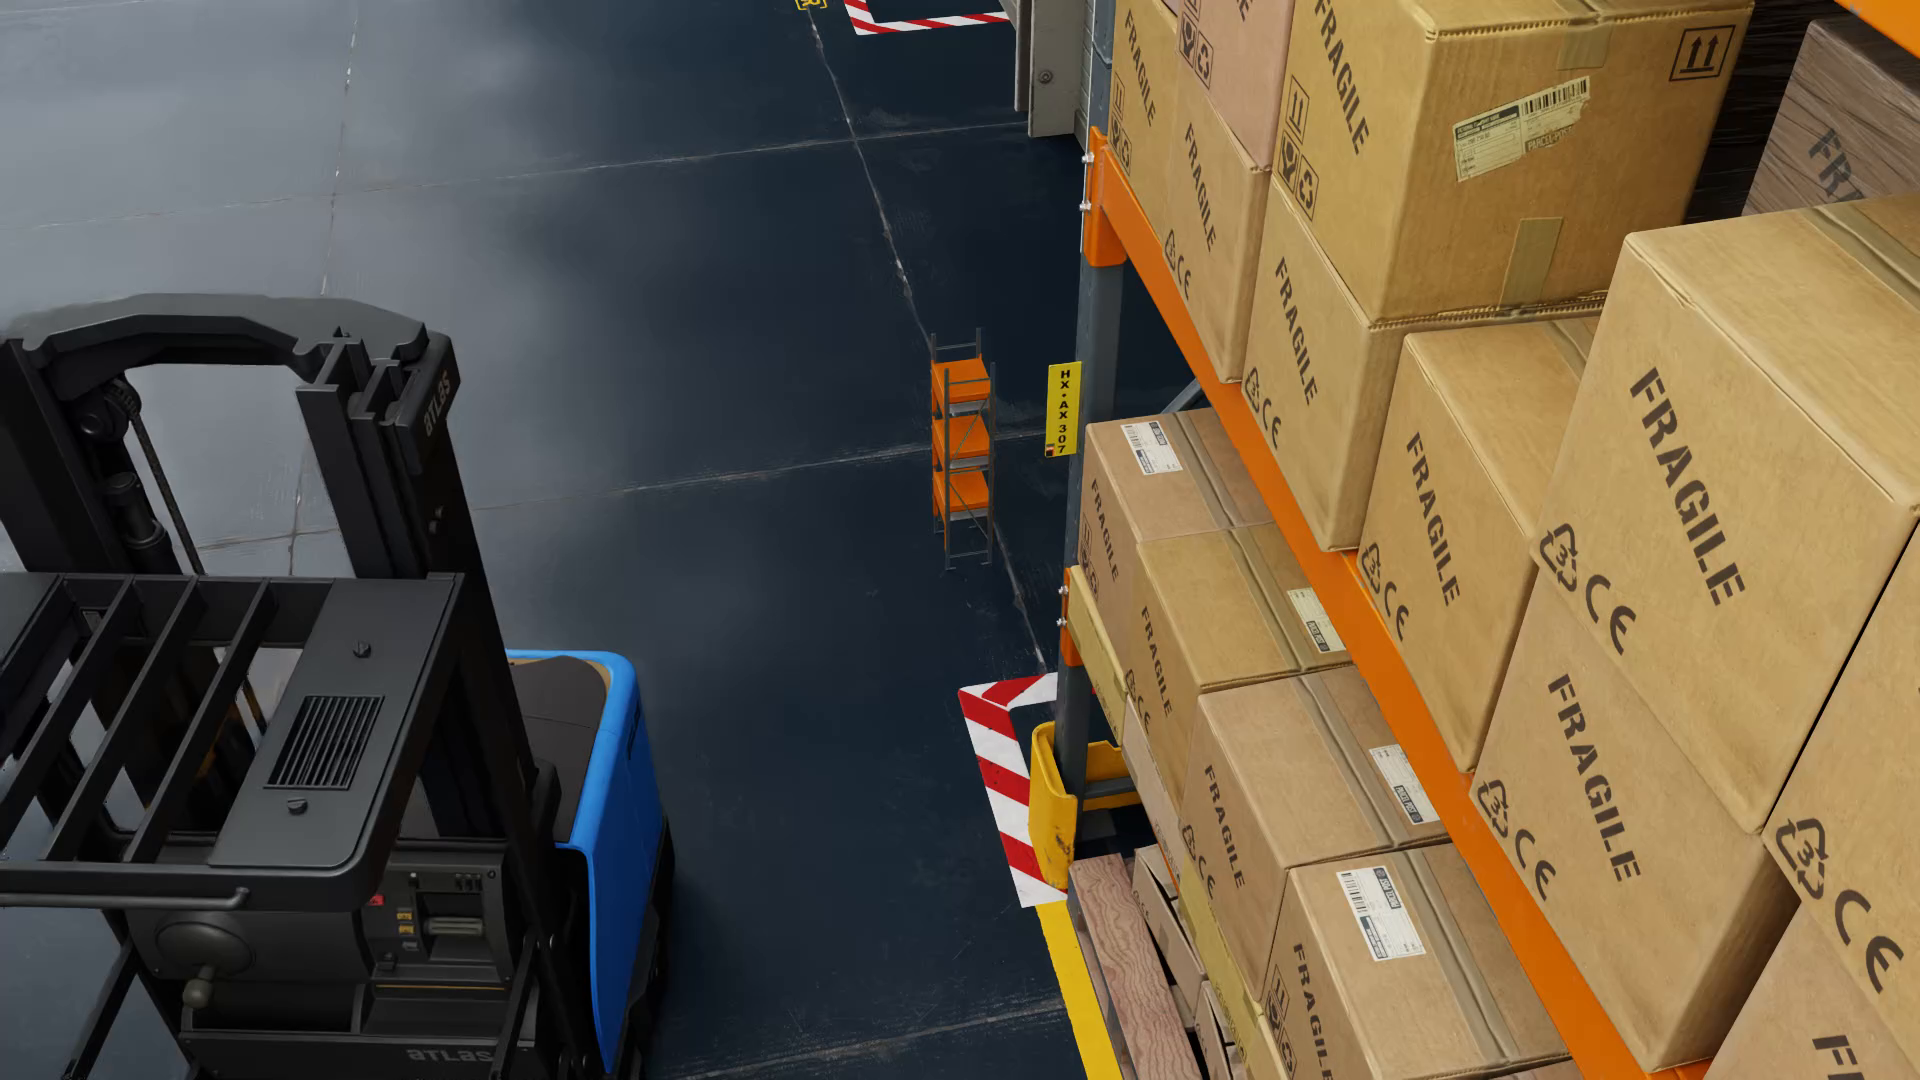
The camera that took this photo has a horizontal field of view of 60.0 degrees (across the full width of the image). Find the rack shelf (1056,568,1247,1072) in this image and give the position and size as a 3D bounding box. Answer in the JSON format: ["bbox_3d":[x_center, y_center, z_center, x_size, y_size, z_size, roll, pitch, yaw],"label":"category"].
[{"bbox_3d":[1.259,1.440,3.910,1.077,0.370,4.000,-8,42,-9],"label":"rack shelf"}]

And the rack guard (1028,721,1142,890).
[{"bbox_3d":[0.844,0.859,5.906,1.175,0.500,0.348,-8,42,-9],"label":"rack guard"}]

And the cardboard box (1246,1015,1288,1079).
[{"bbox_3d":[0.960,1.279,3.648,0.500,0.250,0.500,-8,42,-9],"label":"cardboard box"}]

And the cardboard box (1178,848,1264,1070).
[{"bbox_3d":[0.853,0.951,4.017,0.500,0.250,0.500,-9,42,-10],"label":"cardboard box"}]

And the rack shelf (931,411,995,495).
[{"bbox_3d":[0.012,-0.350,6.869,0.215,0.259,0.240,-8,42,-9],"label":"rack shelf"}]

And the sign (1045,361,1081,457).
[{"bbox_3d":[0.298,-0.371,4.756,0.100,0.325,0.005,-8,42,-9],"label":"sign"}]

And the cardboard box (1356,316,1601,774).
[{"bbox_3d":[0.989,-0.006,2.647,0.500,0.500,0.500,-6,42,-7],"label":"cardboard box"}]

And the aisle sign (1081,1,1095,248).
[{"bbox_3d":[0.519,-1.101,4.273,0.394,0.787,0.004,-8,42,-9],"label":"aisle sign"}]

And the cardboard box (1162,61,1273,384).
[{"bbox_3d":[0.737,-0.686,3.413,0.500,0.500,0.500,-6,42,-6],"label":"cardboard box"}]

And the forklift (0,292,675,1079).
[{"bbox_3d":[-1.567,1.028,3.884,1.130,2.935,3.031,1,42,1],"label":"forklift"}]

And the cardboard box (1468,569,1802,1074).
[{"bbox_3d":[1.087,0.326,2.274,0.500,0.500,0.500,-10,43,-11],"label":"cardboard box"}]

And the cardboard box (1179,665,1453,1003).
[{"bbox_3d":[0.839,0.653,3.788,0.500,0.500,0.500,-10,42,-11],"label":"cardboard box"}]

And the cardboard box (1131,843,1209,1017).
[{"bbox_3d":[0.889,1.177,5.358,0.500,0.311,0.500,-13,43,-14],"label":"cardboard box"}]

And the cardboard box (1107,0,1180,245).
[{"bbox_3d":[0.656,-1.039,3.811,0.500,0.500,0.500,-7,42,-8],"label":"cardboard box"}]

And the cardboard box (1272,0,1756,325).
[{"bbox_3d":[0.854,-0.718,2.697,0.500,0.500,0.500,-7,42,-8],"label":"cardboard box"}]

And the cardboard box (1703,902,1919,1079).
[{"bbox_3d":[1.244,0.679,1.875,0.500,0.500,0.500,-12,43,-13],"label":"cardboard box"}]

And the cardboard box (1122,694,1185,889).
[{"bbox_3d":[0.749,0.620,4.390,0.500,0.250,0.500,-10,42,-11],"label":"cardboard box"}]

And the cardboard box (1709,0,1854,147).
[{"bbox_3d":[1.304,-1.072,3.095,0.500,0.500,0.500,-6,42,-7],"label":"cardboard box"}]

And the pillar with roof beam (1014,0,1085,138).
[{"bbox_3d":[-3.675,-5.311,6.455,9.100,9.000,0.400,-8,42,-9],"label":"pillar with roof beam"}]

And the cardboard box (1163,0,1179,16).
[{"bbox_3d":[0.674,-1.381,3.443,0.500,0.500,0.500,-11,43,-12],"label":"cardboard box"}]

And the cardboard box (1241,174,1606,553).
[{"bbox_3d":[0.853,-0.350,3.035,0.500,0.500,0.500,-7,42,-7],"label":"cardboard box"}]

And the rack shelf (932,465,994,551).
[{"bbox_3d":[0.012,-0.142,7.054,0.215,0.259,0.240,-8,42,-9],"label":"rack shelf"}]

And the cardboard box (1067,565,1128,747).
[{"bbox_3d":[0.623,0.285,4.767,0.500,0.250,0.500,-9,42,-11],"label":"cardboard box"}]

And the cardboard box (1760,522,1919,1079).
[{"bbox_3d":[1.189,0.286,1.566,0.500,0.500,0.500,-6,42,-7],"label":"cardboard box"}]

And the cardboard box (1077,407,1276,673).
[{"bbox_3d":[0.637,-0.004,4.529,0.500,0.500,0.500,-8,42,-9],"label":"cardboard box"}]

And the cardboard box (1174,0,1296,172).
[{"bbox_3d":[0.732,-1.049,3.069,0.500,0.500,0.500,-9,42,-10],"label":"cardboard box"}]

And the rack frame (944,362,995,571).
[{"bbox_3d":[0.038,-0.279,6.773,0.200,1.050,0.008,-8,42,-9],"label":"rack frame"}]

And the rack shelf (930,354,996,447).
[{"bbox_3d":[0.012,-0.562,6.681,0.215,0.259,0.240,-8,42,-9],"label":"rack shelf"}]

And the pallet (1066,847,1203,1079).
[{"bbox_3d":[0.985,1.499,5.403,1.003,0.211,1.213,-8,42,-9],"label":"pallet"}]

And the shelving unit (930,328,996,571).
[{"bbox_3d":[0.012,-0.358,6.862,0.215,1.050,0.252,-8,42,-9],"label":"shelving unit"}]

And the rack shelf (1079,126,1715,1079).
[{"bbox_3d":[1.259,0.319,2.914,1.077,0.370,4.000,-8,42,-9],"label":"rack shelf"}]

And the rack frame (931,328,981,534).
[{"bbox_3d":[-0.015,-0.437,6.951,0.200,1.050,0.008,-8,42,-9],"label":"rack frame"}]

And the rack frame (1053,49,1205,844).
[{"bbox_3d":[0.827,-0.125,5.131,1.000,3.000,0.127,-8,42,-9],"label":"rack frame"}]

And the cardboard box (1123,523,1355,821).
[{"bbox_3d":[0.734,0.317,4.166,0.500,0.500,0.500,-8,42,-9],"label":"cardboard box"}]

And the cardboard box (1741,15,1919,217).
[{"bbox_3d":[1.490,-0.422,2.363,0.500,0.500,0.500,-8,42,-9],"label":"cardboard box"}]

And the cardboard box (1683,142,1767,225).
[{"bbox_3d":[1.394,-0.406,3.098,0.500,0.500,0.500,-10,43,-11],"label":"cardboard box"}]

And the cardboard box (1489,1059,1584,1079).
[{"bbox_3d":[1.075,1.323,3.033,0.500,0.500,0.500,-9,42,-11],"label":"cardboard box"}]

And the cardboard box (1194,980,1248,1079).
[{"bbox_3d":[1.012,1.547,4.942,0.500,0.311,0.500,-5,42,-6],"label":"cardboard box"}]

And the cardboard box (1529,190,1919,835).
[{"bbox_3d":[1.066,-0.050,1.943,0.500,0.500,0.500,-10,43,-11],"label":"cardboard box"}]

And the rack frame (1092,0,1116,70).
[{"bbox_3d":[0.827,-2.369,3.140,1.000,3.000,0.127,-8,42,-9],"label":"rack frame"}]

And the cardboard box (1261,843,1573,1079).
[{"bbox_3d":[0.962,0.986,3.413,0.500,0.500,0.500,-7,42,-8],"label":"cardboard box"}]
